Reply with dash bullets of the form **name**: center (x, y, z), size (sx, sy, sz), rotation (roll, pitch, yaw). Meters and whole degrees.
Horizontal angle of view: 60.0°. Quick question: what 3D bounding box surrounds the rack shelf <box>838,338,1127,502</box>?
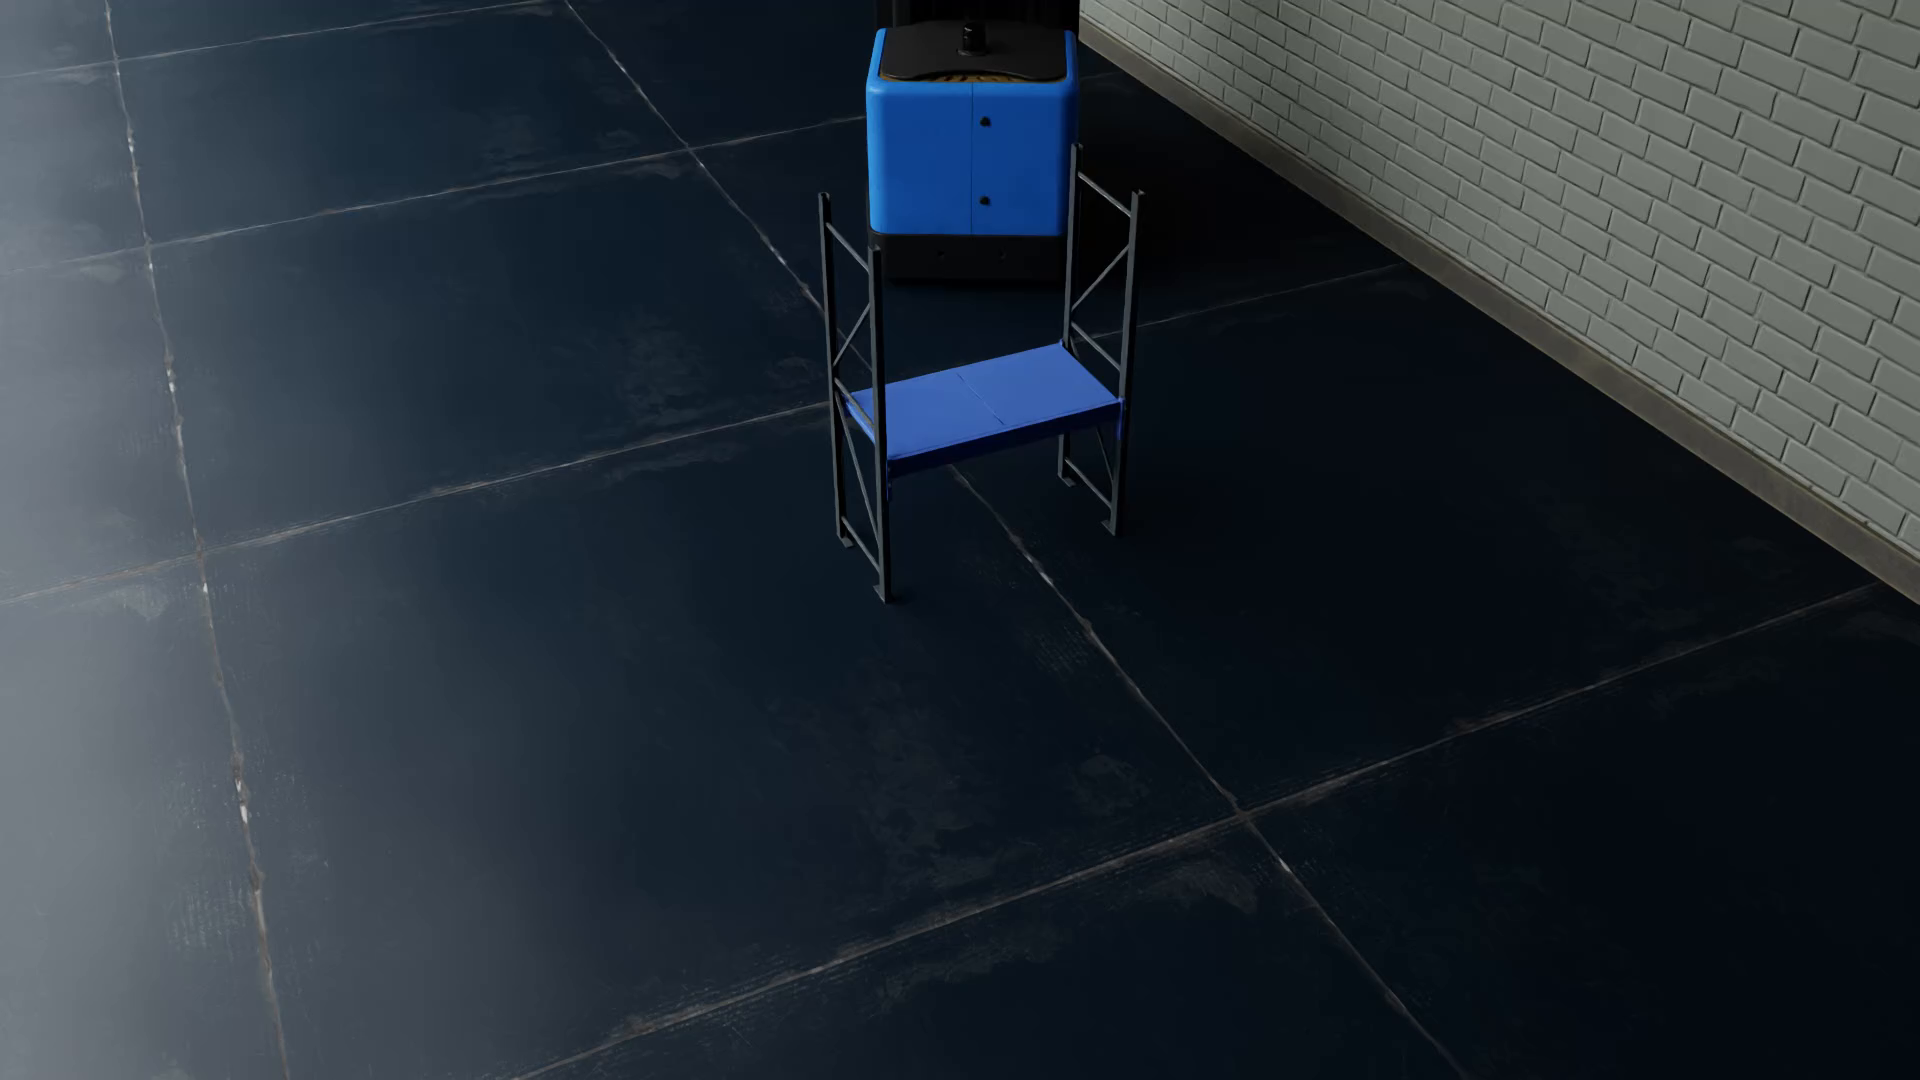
- **rack shelf**: center (0.077, -0.480, 6.439), size (1.000, 0.185, 0.538), rotation (-16, 39, -20)

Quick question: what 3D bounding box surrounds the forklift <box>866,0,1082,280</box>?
- **forklift**: center (0.100, -3.339, 8.792), size (1.130, 2.935, 3.031), rotation (1, 37, 1)

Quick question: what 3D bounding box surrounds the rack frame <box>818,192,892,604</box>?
- **rack frame**: center (-0.383, -0.495, 6.159), size (0.032, 1.500, 0.500), rotation (-16, 39, -20)

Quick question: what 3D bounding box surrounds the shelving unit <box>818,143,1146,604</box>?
- **shelving unit**: center (0.077, -0.624, 6.332), size (1.048, 1.500, 0.538), rotation (-16, 39, -20)

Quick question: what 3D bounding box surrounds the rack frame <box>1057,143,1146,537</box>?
- **rack frame**: center (0.537, -0.753, 6.506), size (0.032, 1.500, 0.500), rotation (-16, 39, -20)
